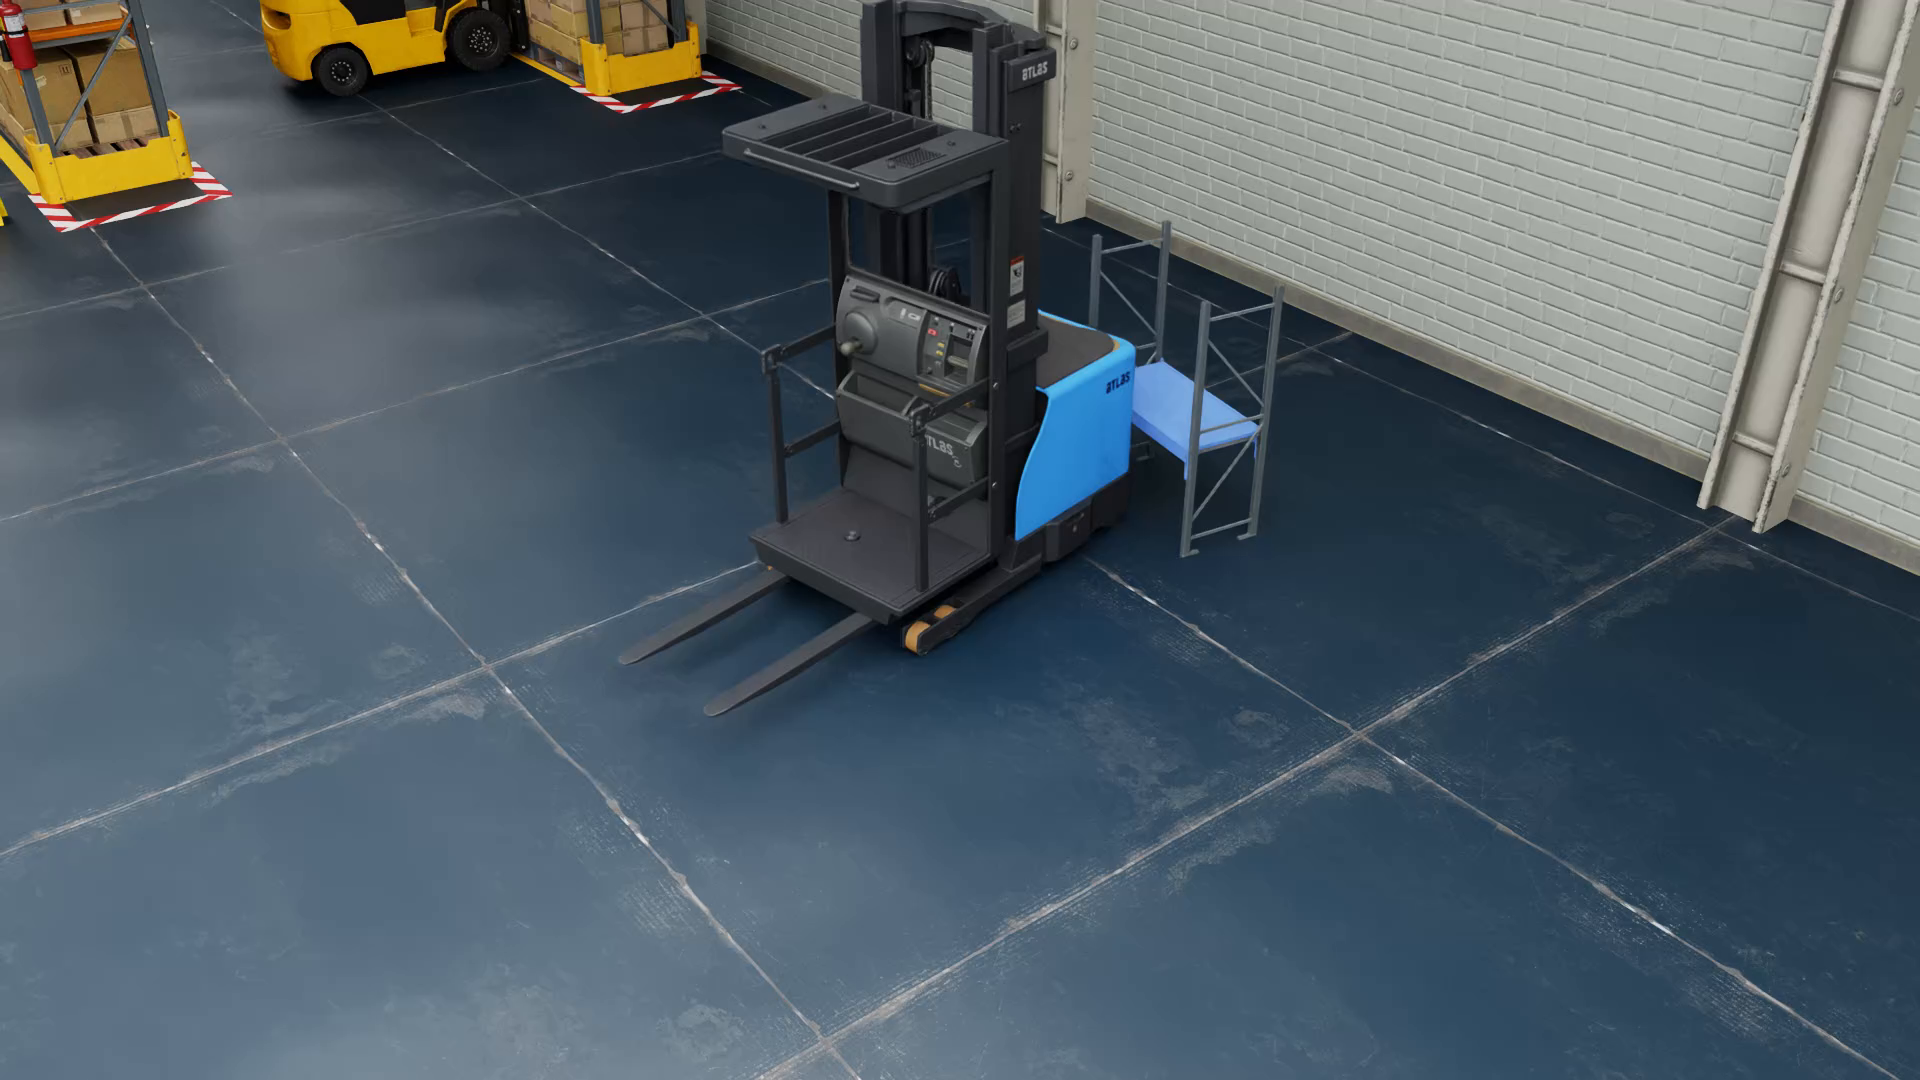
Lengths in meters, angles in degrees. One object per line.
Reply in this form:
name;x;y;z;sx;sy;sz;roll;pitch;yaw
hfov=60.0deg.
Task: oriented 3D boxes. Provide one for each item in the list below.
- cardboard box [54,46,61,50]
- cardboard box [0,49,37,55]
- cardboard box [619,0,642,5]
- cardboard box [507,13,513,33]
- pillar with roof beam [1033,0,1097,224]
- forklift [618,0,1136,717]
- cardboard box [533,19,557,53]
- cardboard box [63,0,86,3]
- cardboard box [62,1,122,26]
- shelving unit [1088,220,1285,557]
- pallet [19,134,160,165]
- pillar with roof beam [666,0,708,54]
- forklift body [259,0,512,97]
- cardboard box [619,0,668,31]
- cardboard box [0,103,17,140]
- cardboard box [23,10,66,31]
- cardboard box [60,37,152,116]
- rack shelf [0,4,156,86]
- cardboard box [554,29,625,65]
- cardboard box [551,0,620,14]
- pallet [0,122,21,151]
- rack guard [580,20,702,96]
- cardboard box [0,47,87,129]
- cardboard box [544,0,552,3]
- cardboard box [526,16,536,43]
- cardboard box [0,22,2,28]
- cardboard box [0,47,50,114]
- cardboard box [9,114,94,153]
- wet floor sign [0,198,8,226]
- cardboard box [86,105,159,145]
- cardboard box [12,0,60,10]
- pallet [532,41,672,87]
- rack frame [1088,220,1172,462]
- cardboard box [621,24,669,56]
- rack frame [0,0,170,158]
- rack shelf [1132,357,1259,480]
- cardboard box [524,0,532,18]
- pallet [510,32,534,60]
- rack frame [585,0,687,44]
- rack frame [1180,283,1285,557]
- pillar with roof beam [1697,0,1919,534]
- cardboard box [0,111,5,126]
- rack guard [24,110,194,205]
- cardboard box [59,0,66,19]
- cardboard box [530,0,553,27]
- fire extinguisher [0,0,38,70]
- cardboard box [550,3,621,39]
cardboard box;-7.698;-4.233;14.720;0.500;0.500;0.500;-24;39;-33
cardboard box;-8.058;-4.237;14.112;0.380;0.149;0.250;-21;38;-30
cardboard box;-3.310;-5.556;16.614;0.500;0.250;0.500;-23;39;-32
cardboard box;-4.635;-5.595;17.623;0.500;0.250;0.500;-21;38;-30
pillar with roof beam;-2.601;-5.097;8.927;9.100;9.000;0.400;-22;38;-31
forklift;-0.386;-0.972;8.037;1.130;2.935;3.031;25;39;34
cardboard box;-3.999;-5.174;16.946;0.500;0.250;0.500;-22;38;-31
cardboard box;-7.154;-4.708;13.611;0.500;0.500;0.500;-23;39;-32
cardboard box;-7.128;-4.354;13.656;0.380;0.149;0.250;-22;38;-31
shelving unit;1.191;-0.846;9.190;0.538;1.500;1.048;-16;35;-24
pallet;-7.600;-3.449;14.604;1.003;0.211;1.213;-22;38;-31
pillar with roof beam;-6.280;-7.597;12.953;9.100;9.000;0.400;-22;38;-31
forklift body;-5.768;-5.699;16.388;2.313;2.155;1.214;-22;38;-31
cardboard box;-3.289;-5.346;16.748;0.500;0.250;0.500;-21;38;-31
cardboard box;-8.103;-3.731;14.622;0.500;0.250;0.500;-22;38;-31
cardboard box;-7.481;-4.232;13.459;0.380;0.149;0.250;-21;37;-30
cardboard box;-7.374;-4.017;14.371;0.500;0.500;0.500;-24;39;-33
rack shelf;-8.309;-4.780;14.785;1.077;0.370;4.000;-22;38;-31
cardboard box;-3.702;-4.964;16.607;0.500;0.250;0.500;-22;38;-31
cardboard box;-3.693;-5.386;16.339;0.500;0.250;0.500;-21;37;-30
pallet;-8.344;-3.957;15.422;1.003;0.211;1.213;-22;38;-31
rack guard;-3.150;-4.788;16.485;1.175;0.500;0.348;-22;38;-31
cardboard box;-7.780;-3.831;14.072;0.500;0.500;0.500;-22;38;-31
cardboard box;-4.011;-5.597;16.679;0.500;0.250;0.500;-22;38;-31
cardboard box;-4.299;-5.385;17.286;0.500;0.250;0.500;-22;38;-31
cardboard box;-7.724;-4.302;13.571;0.380;0.149;0.250;-23;38;-32
cardboard box;-8.103;-4.047;14.420;0.500;0.500;0.500;-21;37;-30
cardboard box;-7.806;-3.522;14.286;0.500;0.250;0.500;-22;38;-32
wet floor sign;-7.812;-2.827;13.190;0.267;0.644;0.232;-10;33;-15
cardboard box;-7.359;-3.688;14.553;0.500;0.250;0.500;-23;38;-32
cardboard box;-7.633;-4.558;13.369;0.500;0.500;0.500;-23;39;-32
pallet;-3.666;-4.980;17.069;1.003;0.211;1.213;-22;38;-31
rack frame;0.951;-1.082;9.570;0.500;1.500;0.032;-16;35;-24
cardboard box;-3.311;-5.138;16.888;0.500;0.250;0.500;-22;38;-31
rack frame;-7.083;-4.252;13.253;1.000;3.000;0.127;-22;38;-31
rack shelf;1.191;-0.693;9.285;0.538;0.185;1.000;-16;35;-24
cardboard box;-4.342;-5.605;17.166;0.500;0.250;0.500;-23;39;-32
pallet;-4.410;-5.488;17.887;1.003;0.211;1.213;-22;38;-31
rack frame;-3.164;-5.860;15.842;1.000;3.000;0.127;-22;38;-31
rack frame;1.432;-0.610;8.810;0.500;1.500;0.032;-16;35;-24
pillar with roof beam;1.079;-2.596;4.901;9.100;9.000;0.400;-22;38;-31
cardboard box;-8.428;-3.947;14.970;0.500;0.250;0.500;-24;39;-33
rack guard;-7.130;-3.222;13.964;1.175;0.500;0.348;-22;38;-31
cardboard box;-7.294;-4.455;13.817;0.380;0.149;0.250;-22;38;-31
cardboard box;-4.009;-5.397;16.830;0.500;0.250;0.500;-23;38;-32
fire extinguisher;-7.377;-4.023;12.957;0.296;0.674;0.183;-22;38;-31
cardboard box;-3.710;-5.184;16.488;0.500;0.250;0.500;-23;38;-32
